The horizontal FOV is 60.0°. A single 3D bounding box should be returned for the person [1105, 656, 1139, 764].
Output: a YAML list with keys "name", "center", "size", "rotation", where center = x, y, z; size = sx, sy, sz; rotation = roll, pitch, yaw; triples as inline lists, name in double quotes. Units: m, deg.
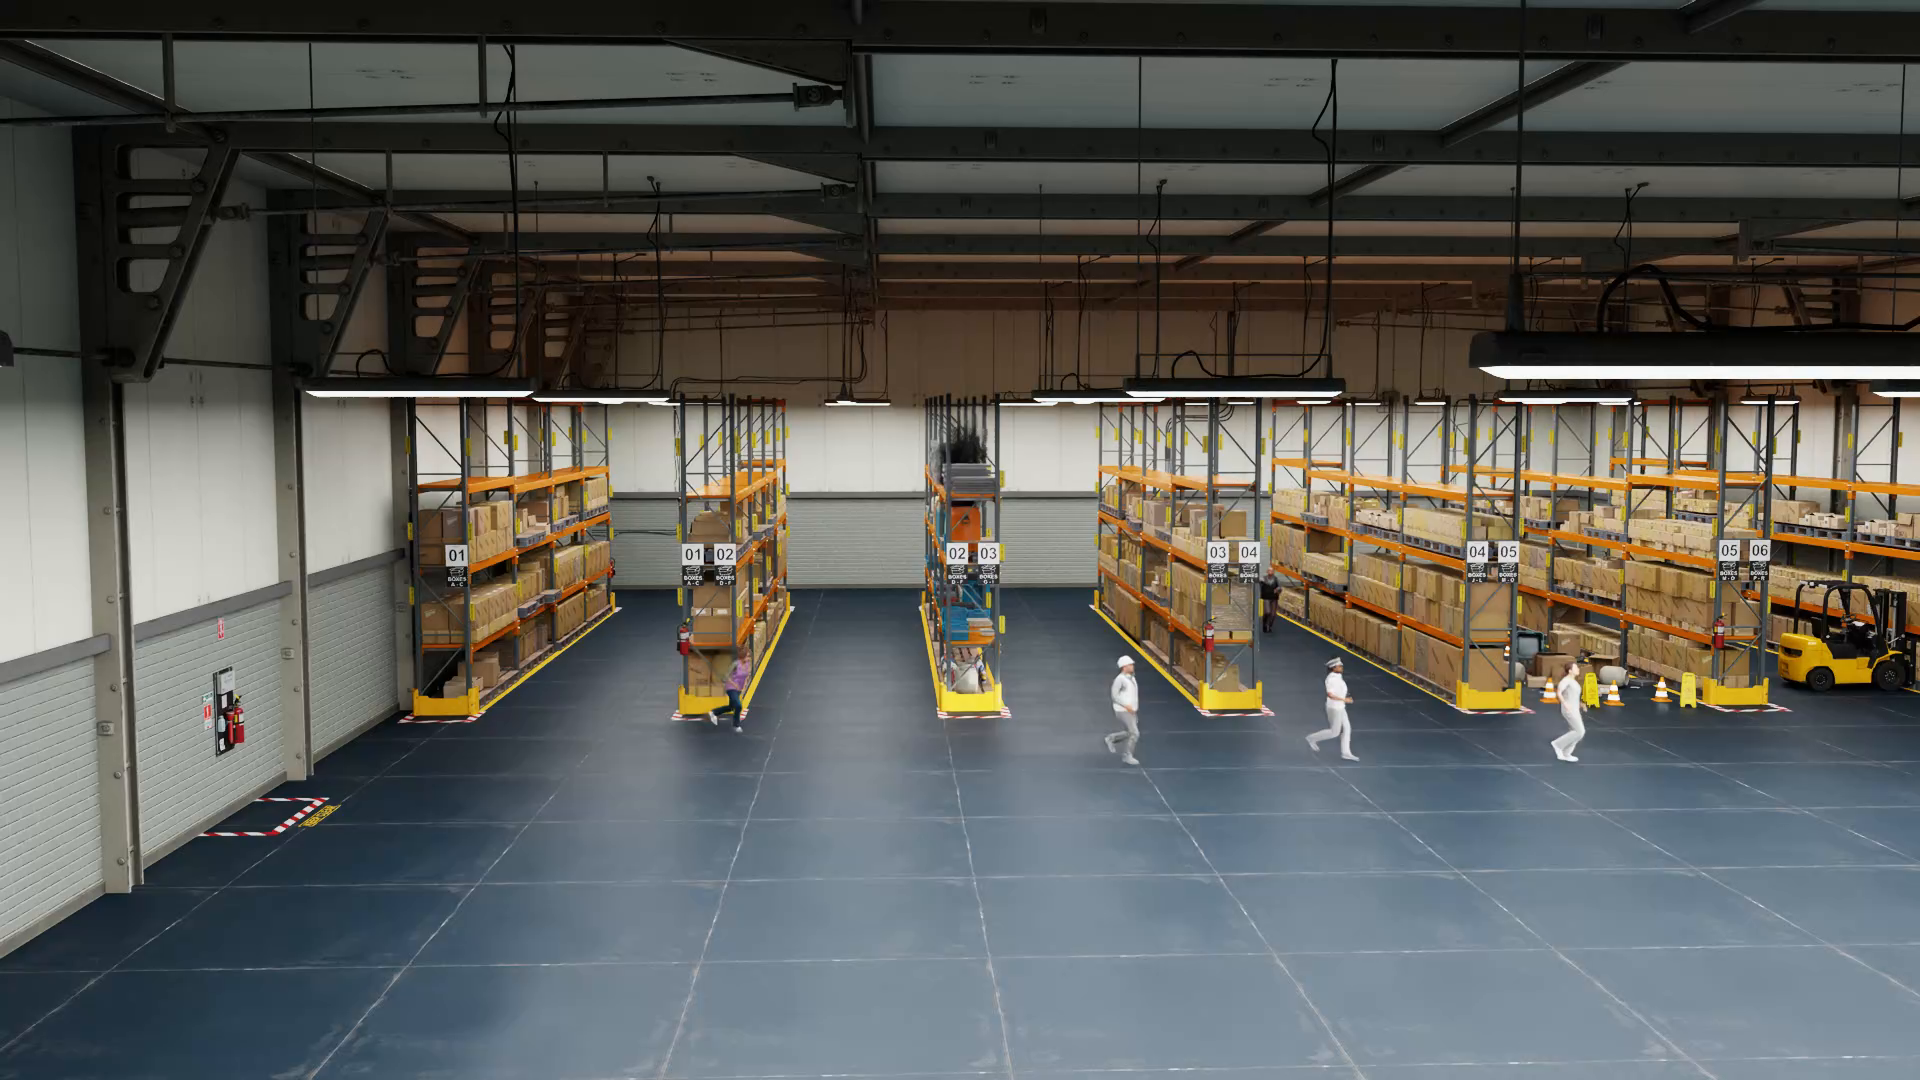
- name: "person"
  center: [2.623, 2.736, 26.930]
  size: [0.641, 1.733, 0.687]
  rotation: [2, 5, 26]

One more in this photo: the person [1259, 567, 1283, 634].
- name: "person"
  center: [7.869, 1.532, 42.217]
  size: [0.639, 1.700, 0.670]
  rotation: [0, 5, -3]

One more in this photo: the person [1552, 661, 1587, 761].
- name: "person"
  center: [9.895, 2.776, 26.994]
  size: [0.494, 1.633, 0.569]
  rotation: [3, 6, 35]

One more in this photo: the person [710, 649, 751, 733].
- name: "person"
  center: [-4.068, 2.668, 29.530]
  size: [0.869, 1.519, 0.541]
  rotation: [3, 5, 35]

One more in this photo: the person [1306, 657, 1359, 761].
- name: "person"
  center: [6.096, 2.743, 27.128]
  size: [0.851, 1.692, 0.579]
  rotation: [2, 5, 22]
